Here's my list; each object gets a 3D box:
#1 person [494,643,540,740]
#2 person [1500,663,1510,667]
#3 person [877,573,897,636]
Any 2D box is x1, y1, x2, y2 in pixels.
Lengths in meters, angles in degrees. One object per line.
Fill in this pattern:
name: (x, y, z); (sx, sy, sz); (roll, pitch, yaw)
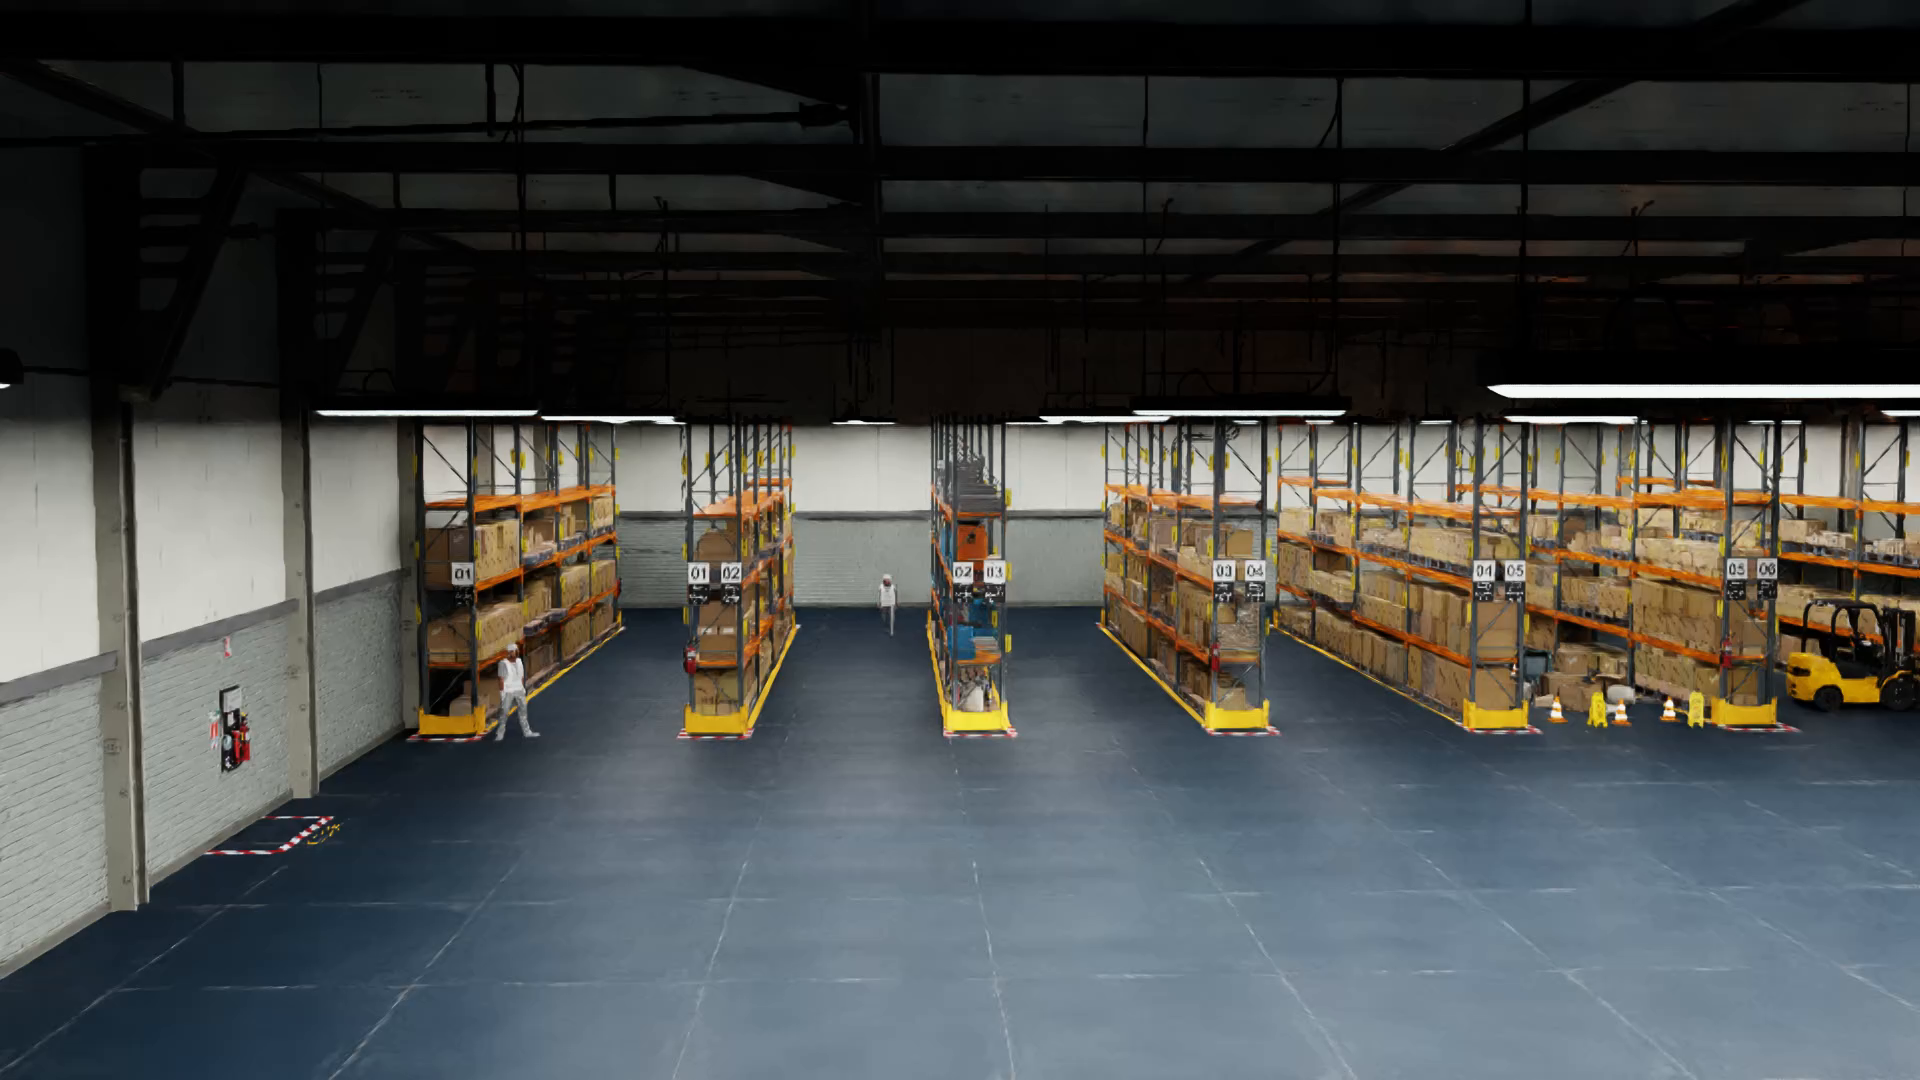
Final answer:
person: (-8.137, 2.752, 30.387); (0.569, 1.774, 0.734); (3, 5, 36)
person: (12.695, 2.310, 39.086); (0.511, 1.490, 0.494); (2, 4, 26)
person: (-2.008, 1.755, 45.712); (0.543, 1.698, 1.114); (0, 4, 0)
